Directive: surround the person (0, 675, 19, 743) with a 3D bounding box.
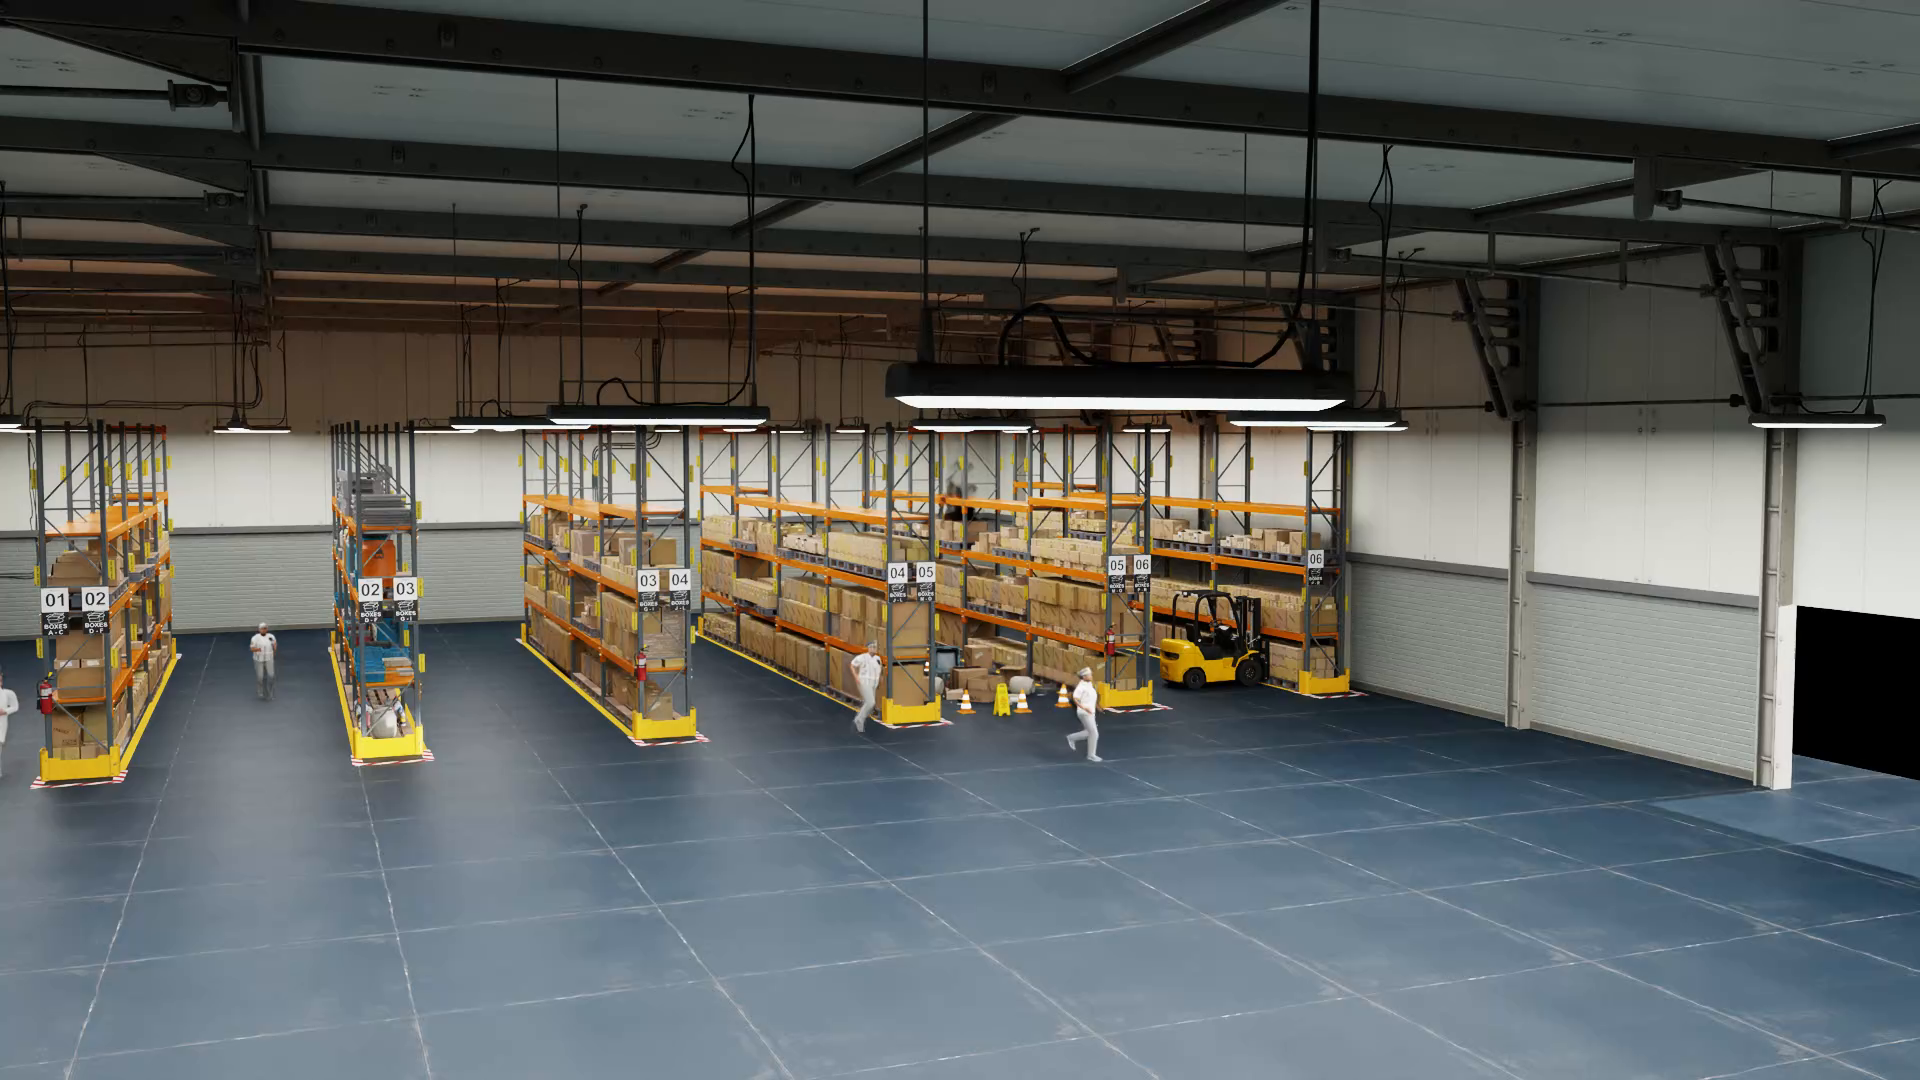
[{"bbox_3d":[-16.046,3.125,27.630,0.717,1.803,0.981,-3,4,-35],"label":"person"}]

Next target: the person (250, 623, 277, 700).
[{"bbox_3d":[-15.128,2.646,36.157,0.554,1.705,0.759,-2,4,-27],"label":"person"}]

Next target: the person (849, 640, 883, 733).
[{"bbox_3d":[-1.762,2.850,32.373,0.626,1.769,0.697,3,5,38],"label":"person"}]

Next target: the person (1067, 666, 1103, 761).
[{"bbox_3d":[2.186,3.065,29.428,0.686,1.677,0.577,1,4,23],"label":"person"}]
